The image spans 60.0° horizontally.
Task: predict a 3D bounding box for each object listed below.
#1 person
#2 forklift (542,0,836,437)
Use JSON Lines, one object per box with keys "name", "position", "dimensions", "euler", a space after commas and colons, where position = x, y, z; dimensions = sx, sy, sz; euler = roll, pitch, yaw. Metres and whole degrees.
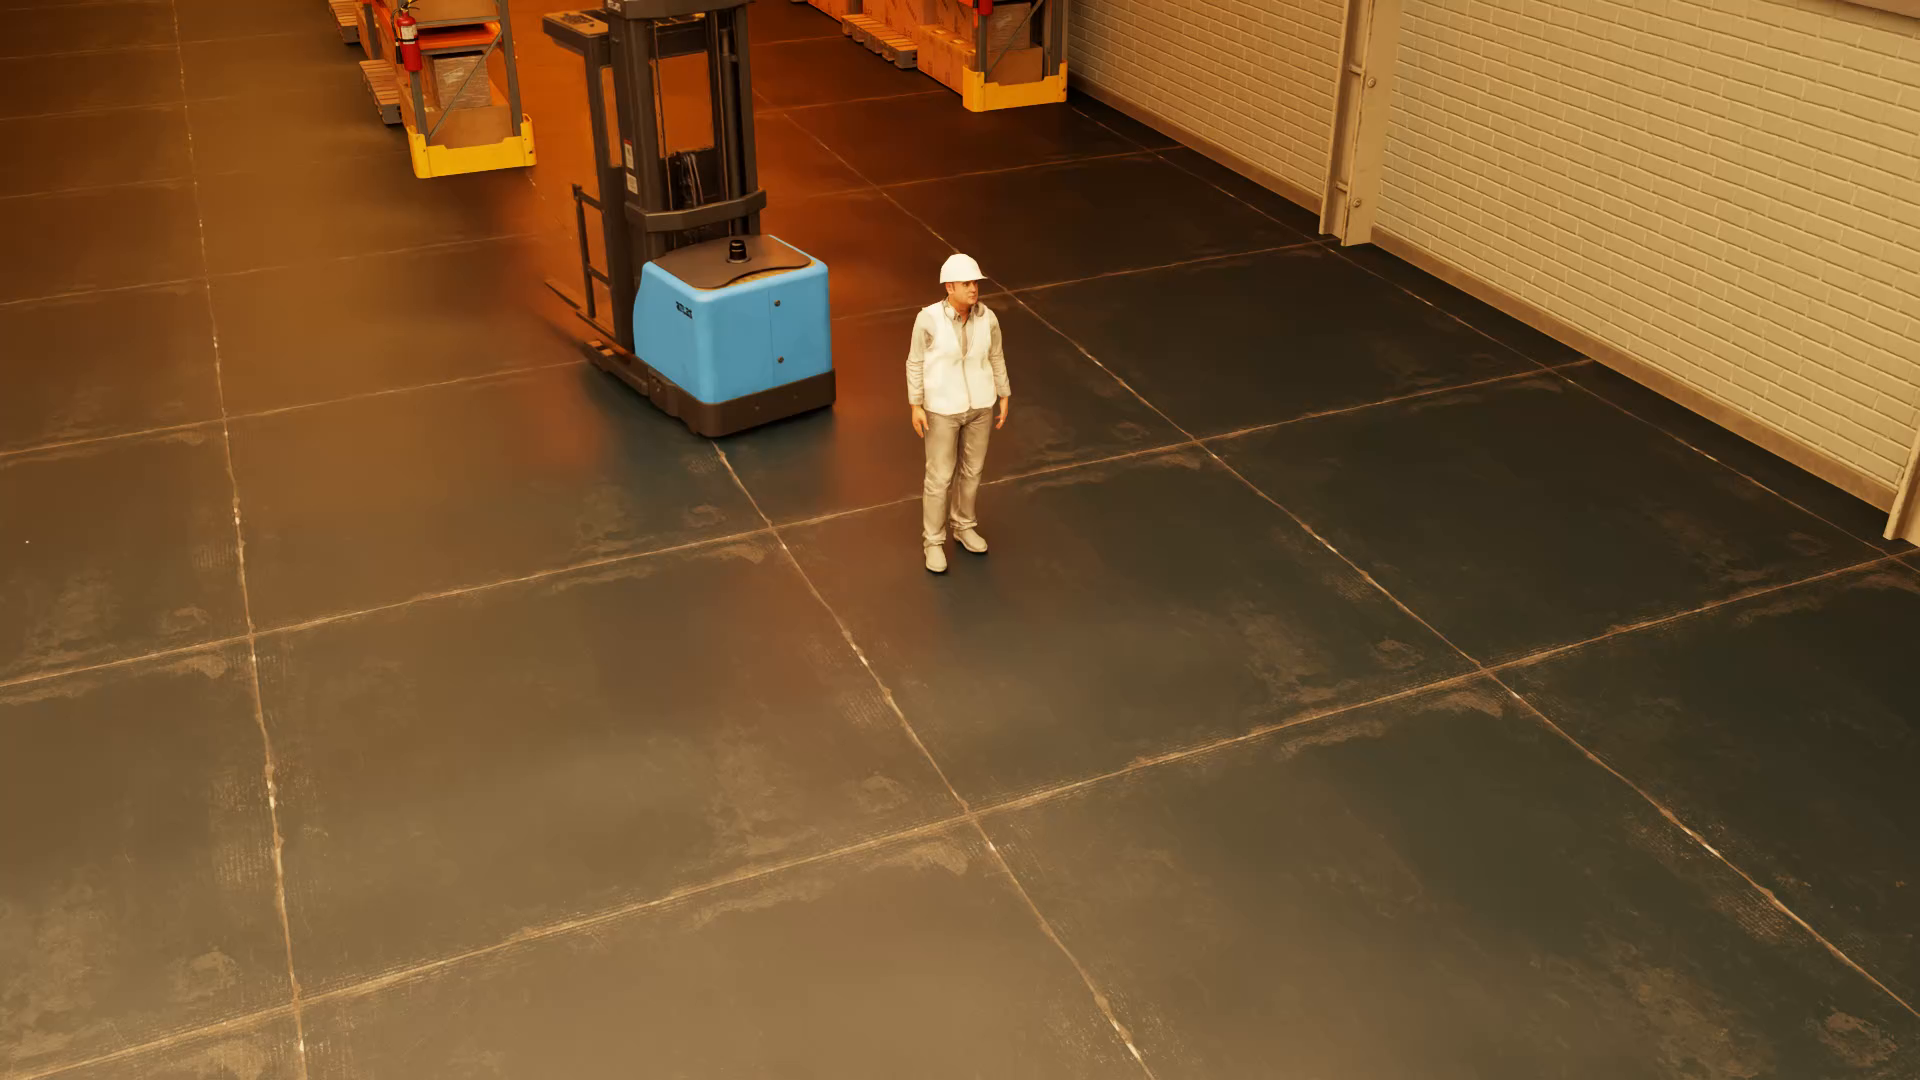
{"name": "person", "position": [0.019, -0.747, 9.576], "dimensions": [0.634, 1.775, 0.566], "euler": [-12, 32, -20]}
{"name": "forklift", "position": [-2.143, -2.637, 11.732], "dimensions": [1.130, 2.935, 3.031], "euler": [-20, 35, -31]}
